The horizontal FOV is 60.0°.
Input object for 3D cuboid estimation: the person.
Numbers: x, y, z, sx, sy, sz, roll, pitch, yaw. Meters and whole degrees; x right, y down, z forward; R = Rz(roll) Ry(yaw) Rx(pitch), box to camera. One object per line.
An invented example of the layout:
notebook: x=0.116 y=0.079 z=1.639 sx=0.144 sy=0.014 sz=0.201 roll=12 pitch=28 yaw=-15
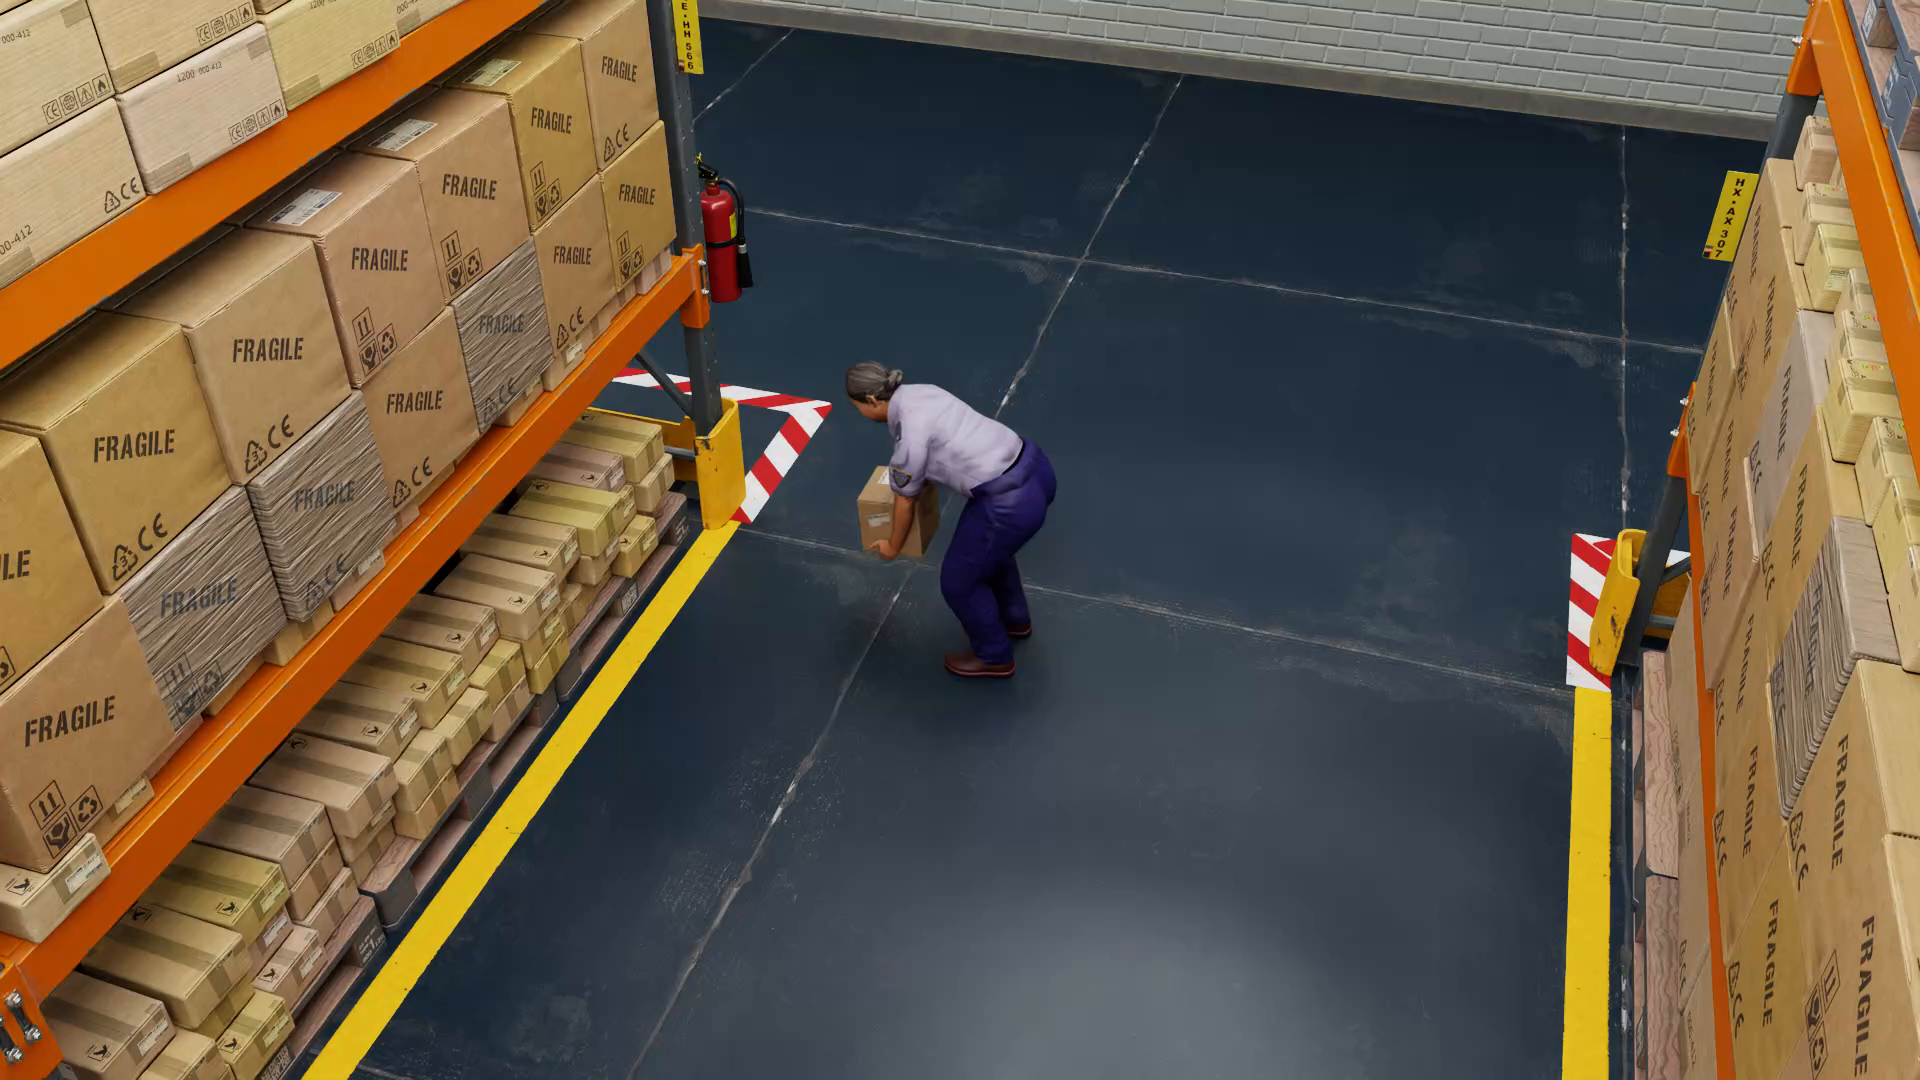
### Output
person: x=-0.040 y=-0.099 z=6.573 sx=0.815 sy=1.315 sz=0.466 roll=10 pitch=38 yaw=12
